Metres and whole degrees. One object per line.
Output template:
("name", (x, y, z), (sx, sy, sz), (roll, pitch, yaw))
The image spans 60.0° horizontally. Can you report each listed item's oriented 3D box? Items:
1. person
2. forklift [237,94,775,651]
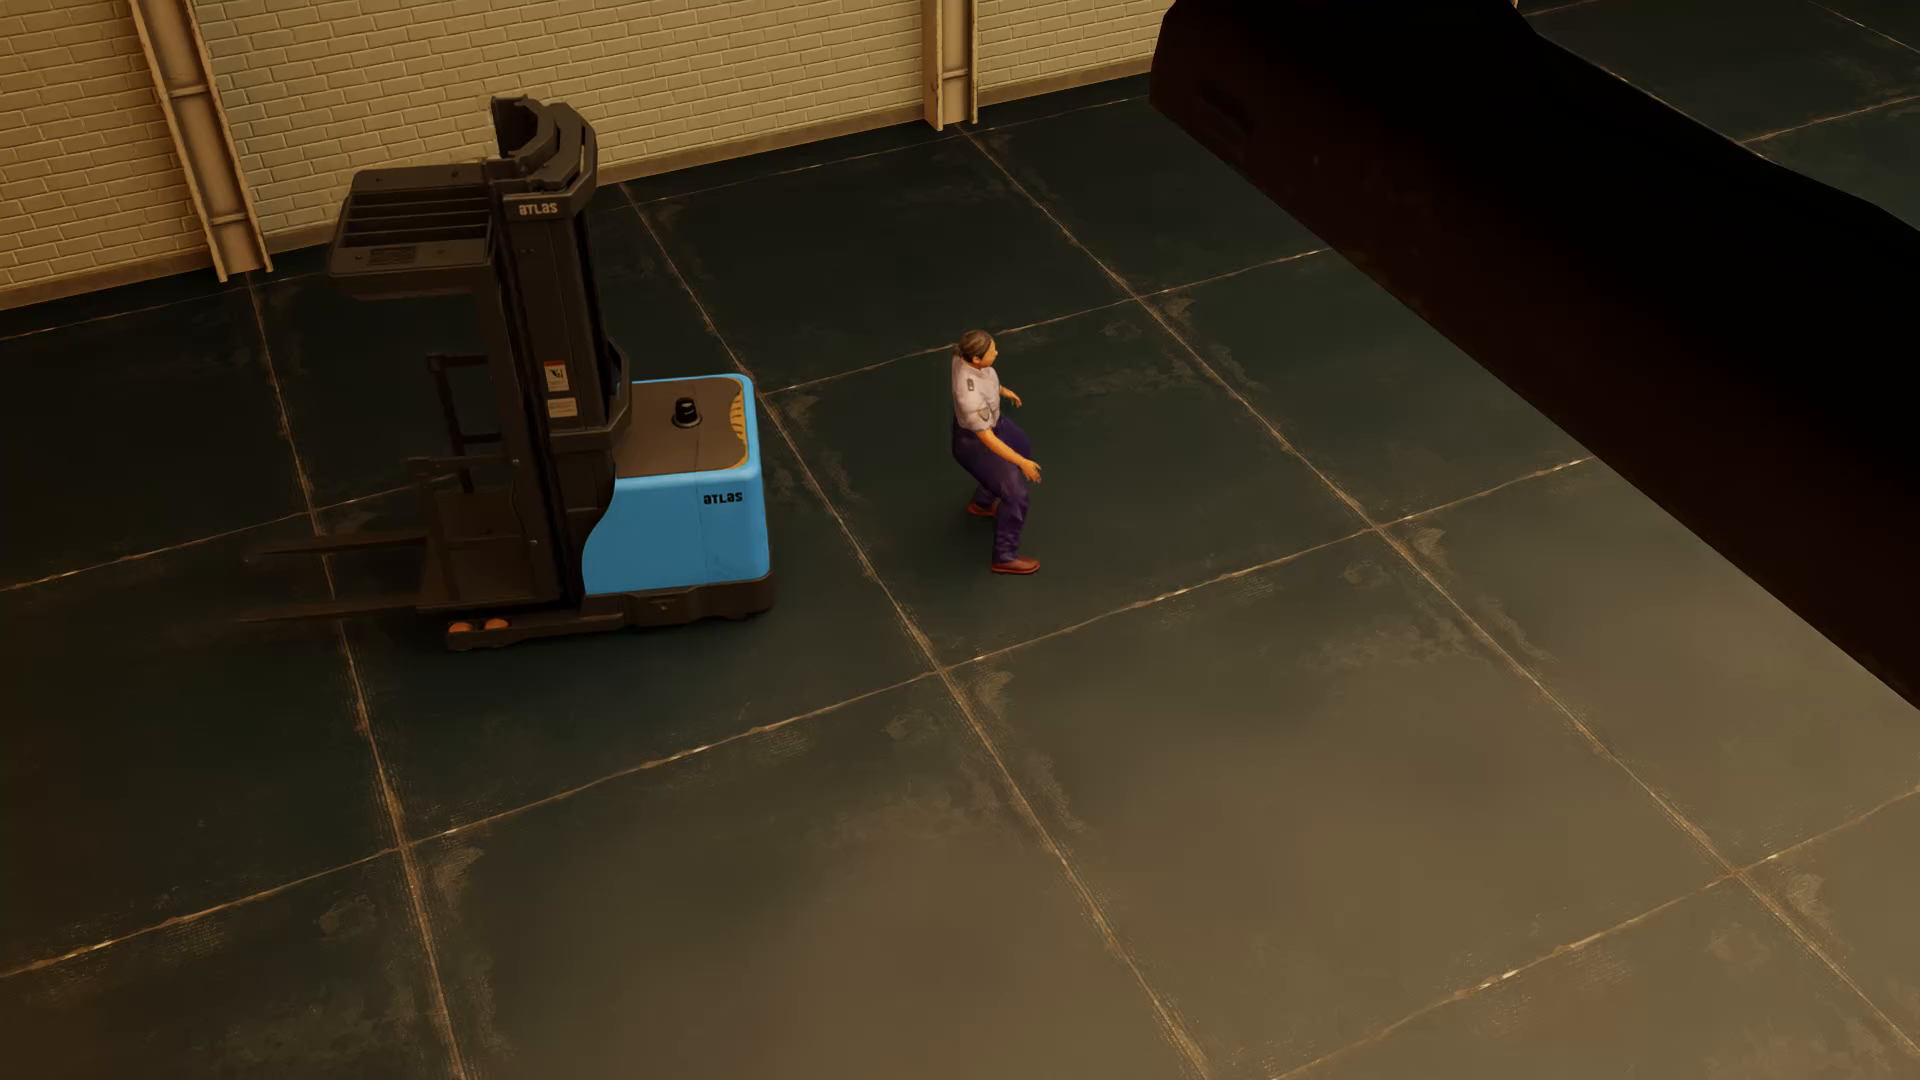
("person", (0.220, -0.597, 9.819), (0.537, 1.531, 0.739), (1, 40, 1))
("forklift", (-2.646, -0.853, 9.039), (3.031, 2.935, 1.130), (-5, 40, -6))
